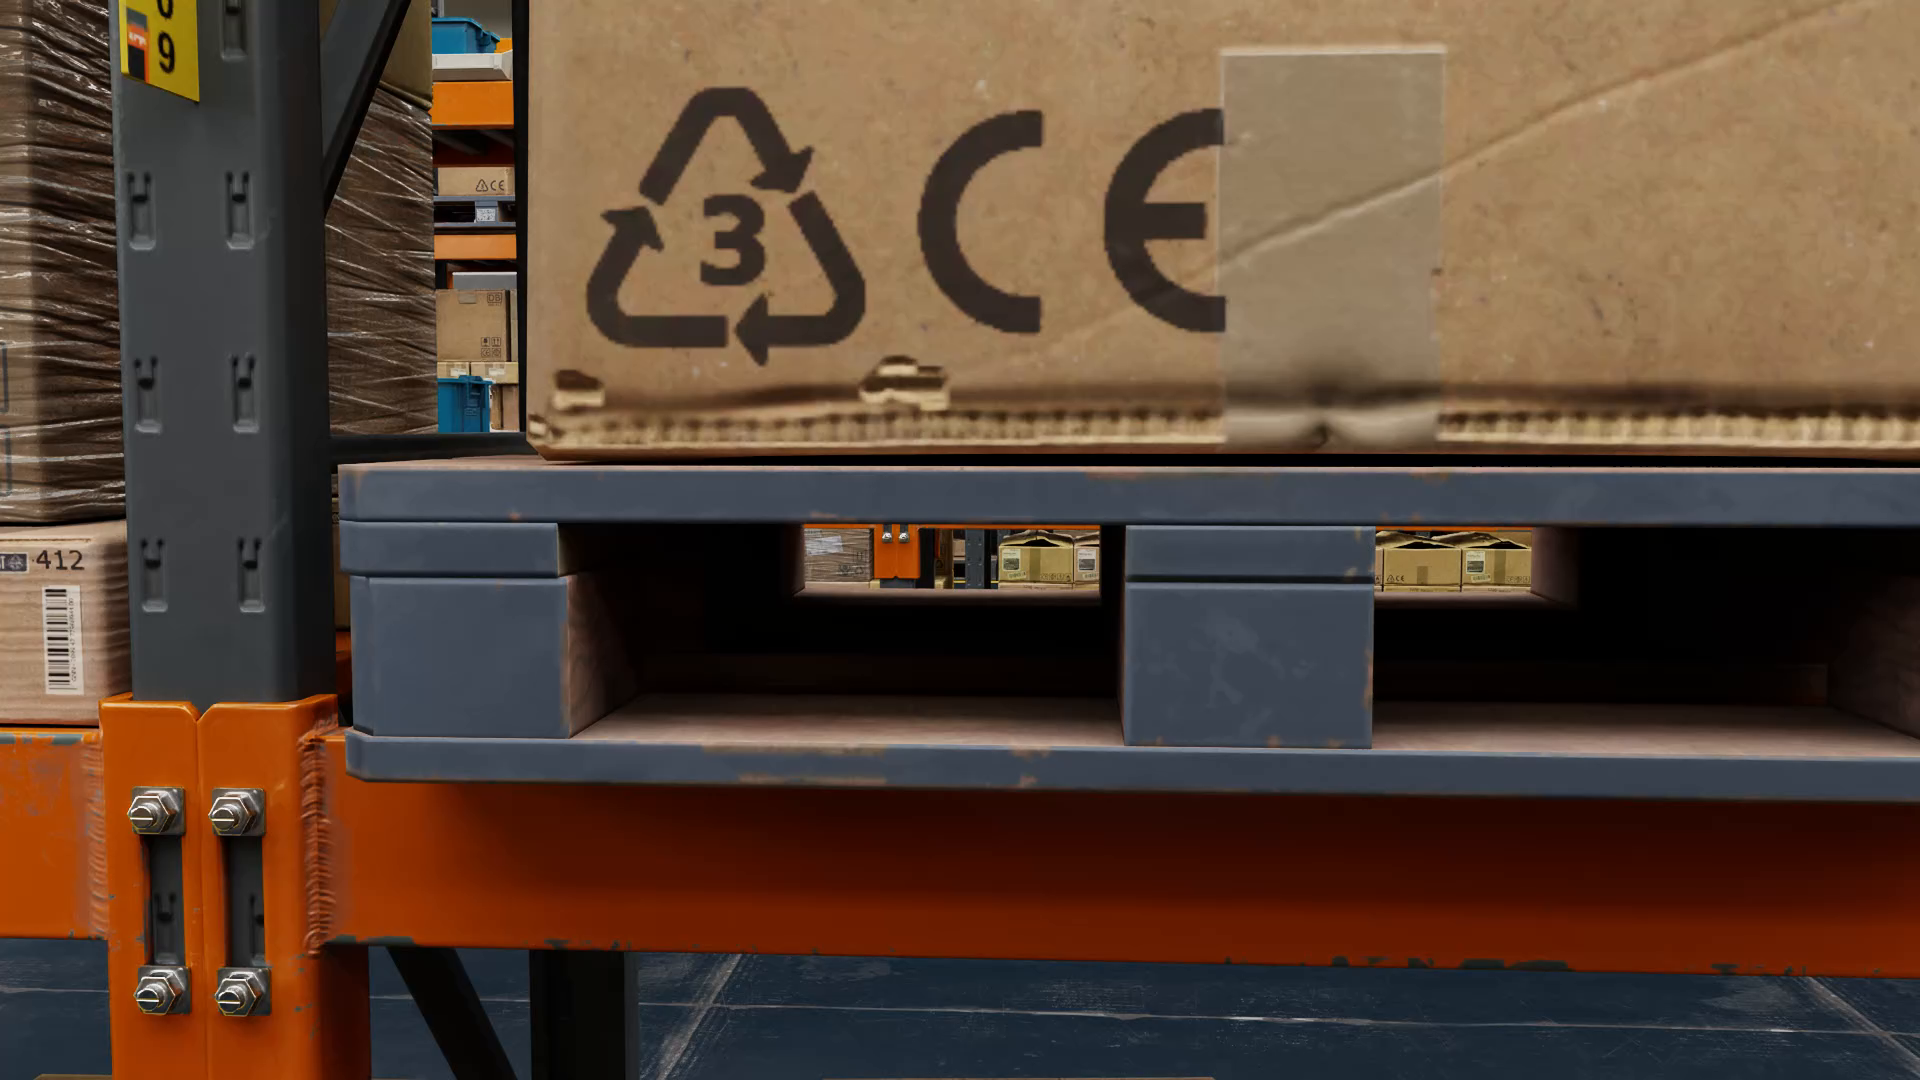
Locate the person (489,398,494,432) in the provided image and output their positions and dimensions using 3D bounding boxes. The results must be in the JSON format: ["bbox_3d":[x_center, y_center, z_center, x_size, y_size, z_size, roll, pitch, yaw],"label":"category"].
[{"bbox_3d":[-3.104,-0.088,10.113,0.958,1.741,0.534,1,4,11],"label":"person"}]
